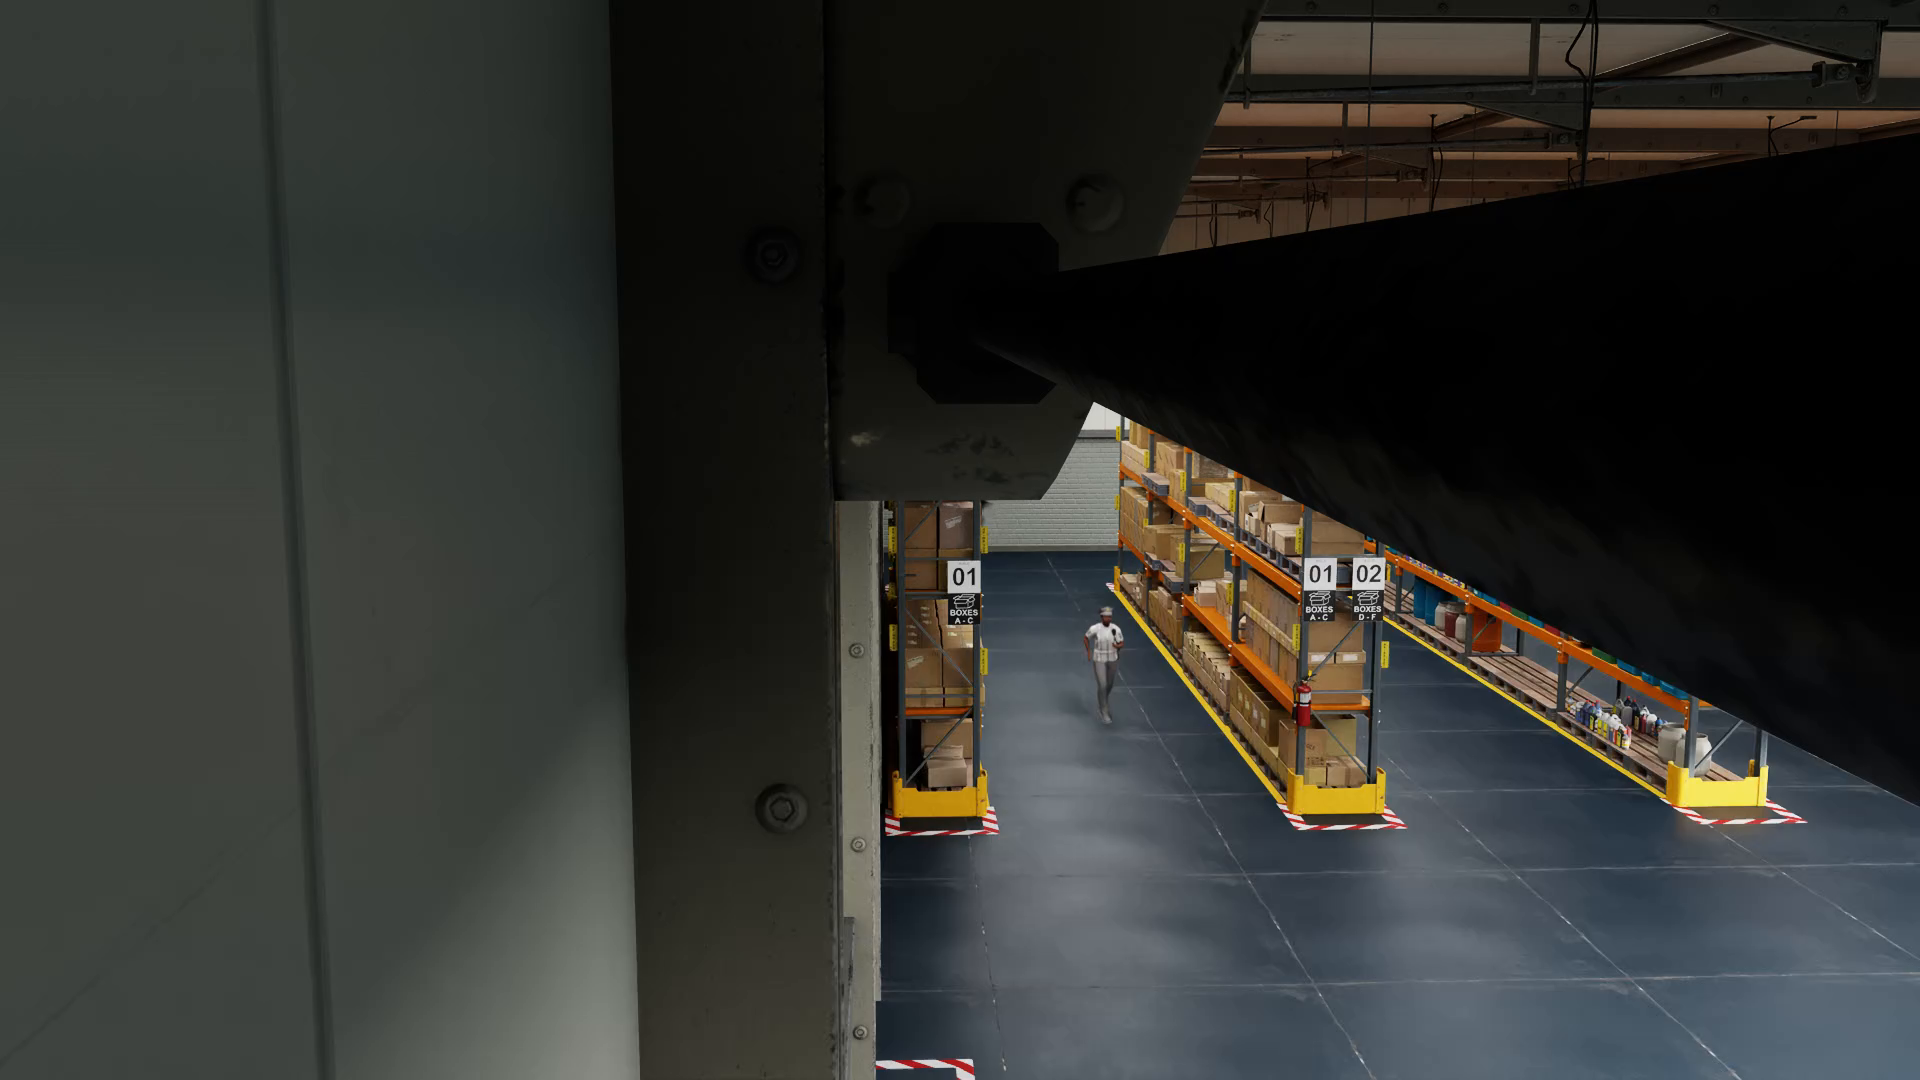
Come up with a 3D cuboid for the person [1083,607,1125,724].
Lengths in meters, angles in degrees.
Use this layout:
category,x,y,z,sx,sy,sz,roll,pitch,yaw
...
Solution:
category,x,y,z,sx,sy,sz,roll,pitch,yaw
person,2.203,1.850,25.265,0.565,1.716,0.893,-2,8,-12
